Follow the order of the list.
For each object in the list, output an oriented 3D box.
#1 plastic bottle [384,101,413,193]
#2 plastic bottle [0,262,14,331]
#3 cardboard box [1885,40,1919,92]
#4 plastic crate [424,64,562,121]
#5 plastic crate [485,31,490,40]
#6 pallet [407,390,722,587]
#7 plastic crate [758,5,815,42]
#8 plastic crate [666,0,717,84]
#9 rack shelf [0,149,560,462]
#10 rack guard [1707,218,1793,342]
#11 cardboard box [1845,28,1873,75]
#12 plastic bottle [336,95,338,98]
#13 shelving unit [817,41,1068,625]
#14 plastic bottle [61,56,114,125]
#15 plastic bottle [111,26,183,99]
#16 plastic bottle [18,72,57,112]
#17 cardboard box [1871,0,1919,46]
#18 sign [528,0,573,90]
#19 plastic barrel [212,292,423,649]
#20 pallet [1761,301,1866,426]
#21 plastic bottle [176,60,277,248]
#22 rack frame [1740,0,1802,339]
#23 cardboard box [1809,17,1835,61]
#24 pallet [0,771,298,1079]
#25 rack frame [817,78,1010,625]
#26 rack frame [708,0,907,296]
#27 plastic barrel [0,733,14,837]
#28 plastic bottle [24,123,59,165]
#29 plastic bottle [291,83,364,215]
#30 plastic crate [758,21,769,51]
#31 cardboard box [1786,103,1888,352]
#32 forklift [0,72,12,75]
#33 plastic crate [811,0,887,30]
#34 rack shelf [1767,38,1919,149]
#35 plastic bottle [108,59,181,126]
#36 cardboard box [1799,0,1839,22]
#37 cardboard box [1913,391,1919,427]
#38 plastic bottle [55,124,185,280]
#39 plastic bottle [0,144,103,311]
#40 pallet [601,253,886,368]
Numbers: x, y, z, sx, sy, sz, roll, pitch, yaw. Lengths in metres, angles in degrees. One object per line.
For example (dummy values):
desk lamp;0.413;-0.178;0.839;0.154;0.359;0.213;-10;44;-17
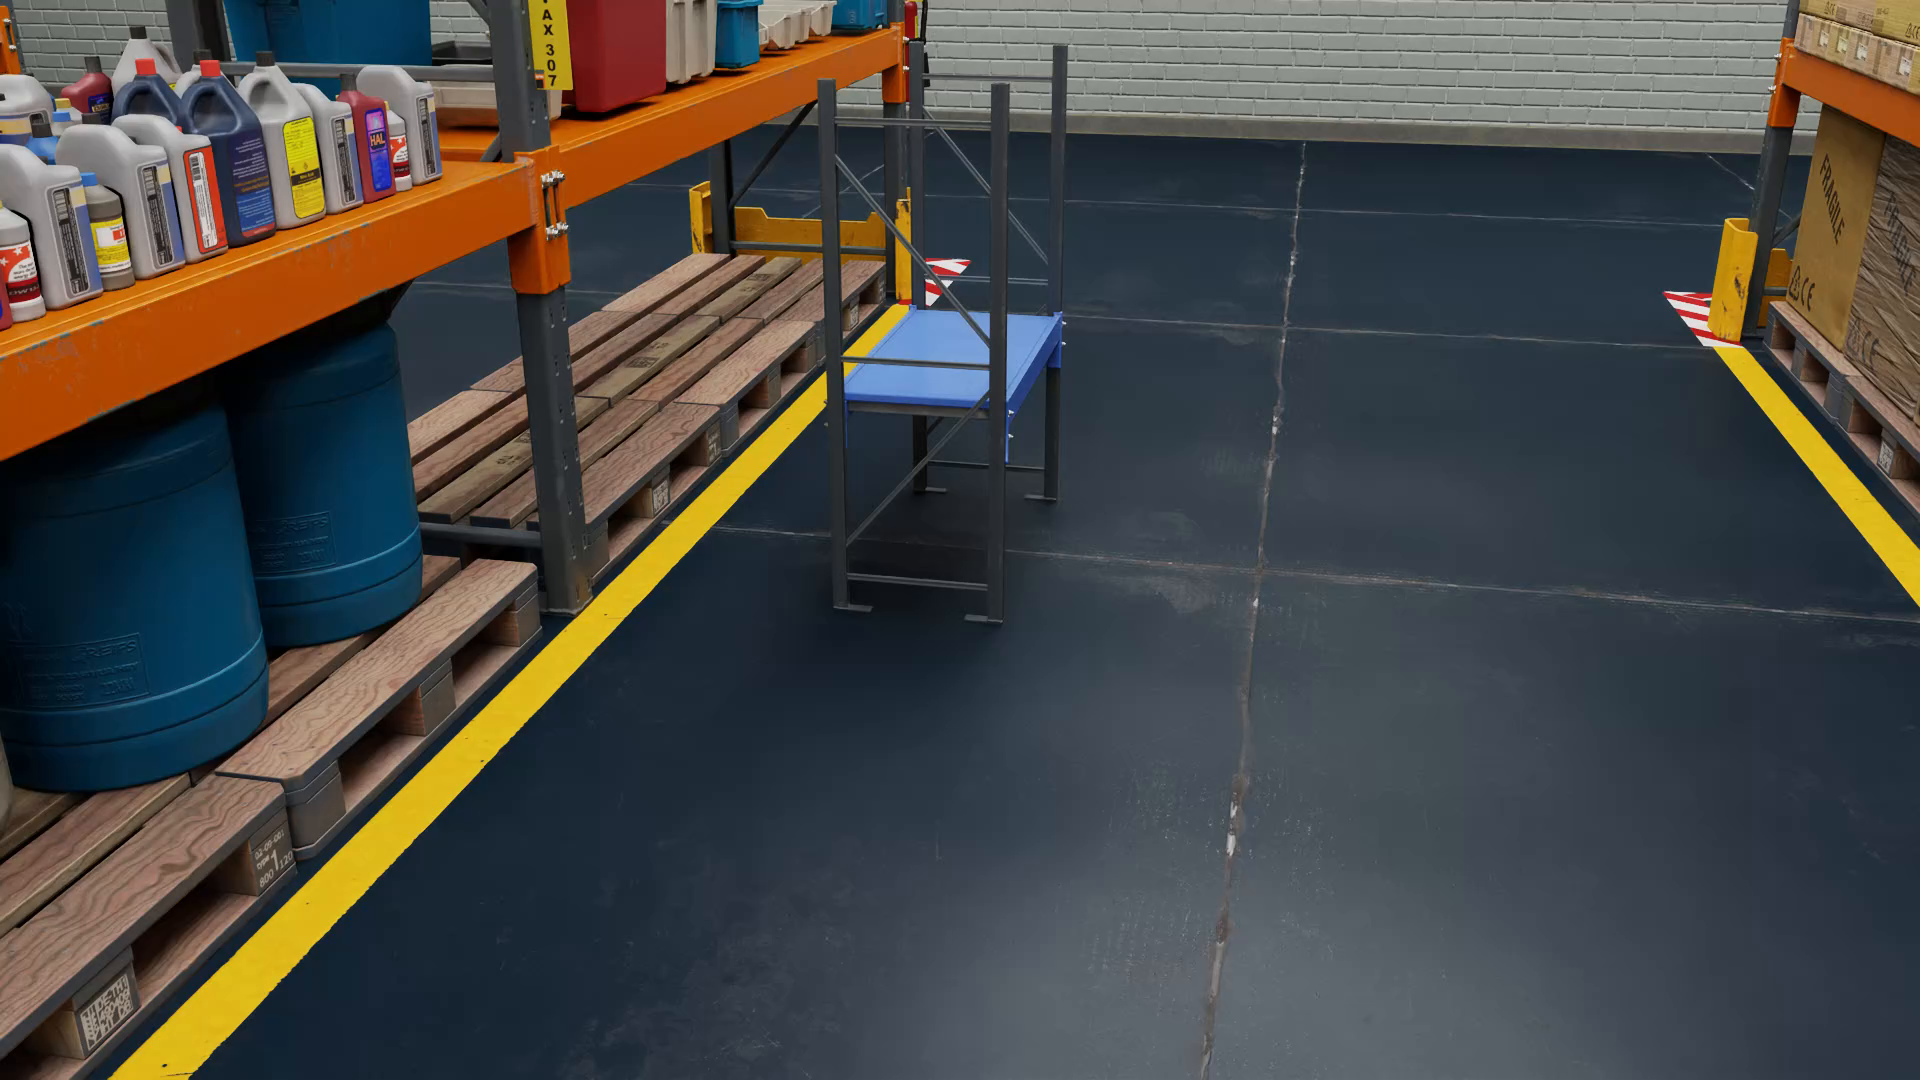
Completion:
plastic bottle;-1.344;-0.921;3.891;0.097;0.201;0.097;0;22;0
plastic bottle;-1.602;-0.463;2.645;0.061;0.283;0.133;4;22;11
cardboard box;3.426;-1.620;5.698;0.380;0.149;0.250;4;22;10
plastic crate;-1.348;-1.291;4.818;0.396;0.136;0.243;4;22;11
plastic crate;-1.522;-1.792;6.060;0.293;0.136;0.466;4;22;11
pallet;-1.471;-0.205;5.580;1.003;0.211;1.213;4;22;11
plastic crate;-0.829;-2.178;7.019;0.396;0.136;0.243;4;22;11
plastic crate;-1.091;-1.744;5.747;0.437;0.282;0.530;4;22;11
rack shelf;-1.991;-0.161;2.702;1.077;0.370;4.000;4;22;11
rack guard;4.087;-1.161;7.568;1.175;0.500;0.348;4;22;11
cardboard box;3.531;-1.808;6.163;0.380;0.149;0.250;4;22;10
plastic bottle;-1.473;-0.968;4.009;0.097;0.201;0.097;0;22;0
shelving unit;-0.017;-0.665;4.996;0.538;1.500;1.048;4;22;11
plastic bottle;-2.103;-1.022;4.032;0.061;0.283;0.133;4;22;11
plastic bottle;-1.980;-1.085;4.098;0.144;0.351;0.185;4;22;11
plastic bottle;-2.128;-0.937;3.838;0.097;0.271;0.097;0;22;0
cardboard box;3.514;-1.851;5.737;0.500;0.250;0.500;4;22;9
sign;-1.045;-1.312;4.226;0.100;0.325;0.005;4;22;11
plastic barrel;-1.711;-0.250;4.207;0.600;0.901;0.708;4;22;11
pallet;3.995;-0.720;6.859;1.003;0.211;1.213;4;22;11
plastic bottle;-1.488;-0.775;3.329;0.144;0.351;0.185;4;22;11
rack frame;4.082;-2.312;7.079;1.000;3.000;0.127;4;22;11
cardboard box;3.635;-1.997;6.633;0.380;0.149;0.250;4;22;10
pallet;-2.028;0.793;3.101;1.003;0.211;1.213;4;22;11
rack frame;-0.121;-0.479;4.534;0.500;1.500;0.032;4;22;11
rack frame;-0.767;-2.689;8.016;1.000;3.000;0.127;4;22;11
plastic barrel;-2.058;0.389;3.141;0.421;0.512;0.421;0;22;0
plastic bottle;-1.678;-0.634;3.084;0.097;0.271;0.097;0;22;0
plastic bottle;-1.422;-0.867;3.656;0.152;0.276;0.135;4;22;11
plastic crate;-0.904;-1.965;6.489;0.298;0.136;0.250;4;22;11
cardboard box;4.030;-1.281;6.801;0.875;0.875;0.875;4;22;11
forklift;-3.628;-1.314;4.694;1.130;2.935;3.031;7;23;17
plastic crate;-0.652;-2.597;7.659;0.616;0.435;0.499;4;22;11
rack shelf;3.674;-1.247;5.397;1.077;0.370;4.000;4;22;11
plastic bottle;-1.629;-0.786;3.356;0.144;0.351;0.185;4;22;11
cardboard box;3.720;-2.225;6.666;0.500;0.250;0.500;4;22;9
cardboard box;3.662;-0.623;5.166;0.875;0.875;0.875;4;22;11
plastic bottle;-1.552;-0.633;3.076;0.152;0.276;0.135;4;22;11
plastic bottle;-1.599;-0.548;2.865;0.152;0.276;0.135;4;22;11
pallet;-0.973;-1.097;7.796;1.003;0.211;1.213;4;22;11
